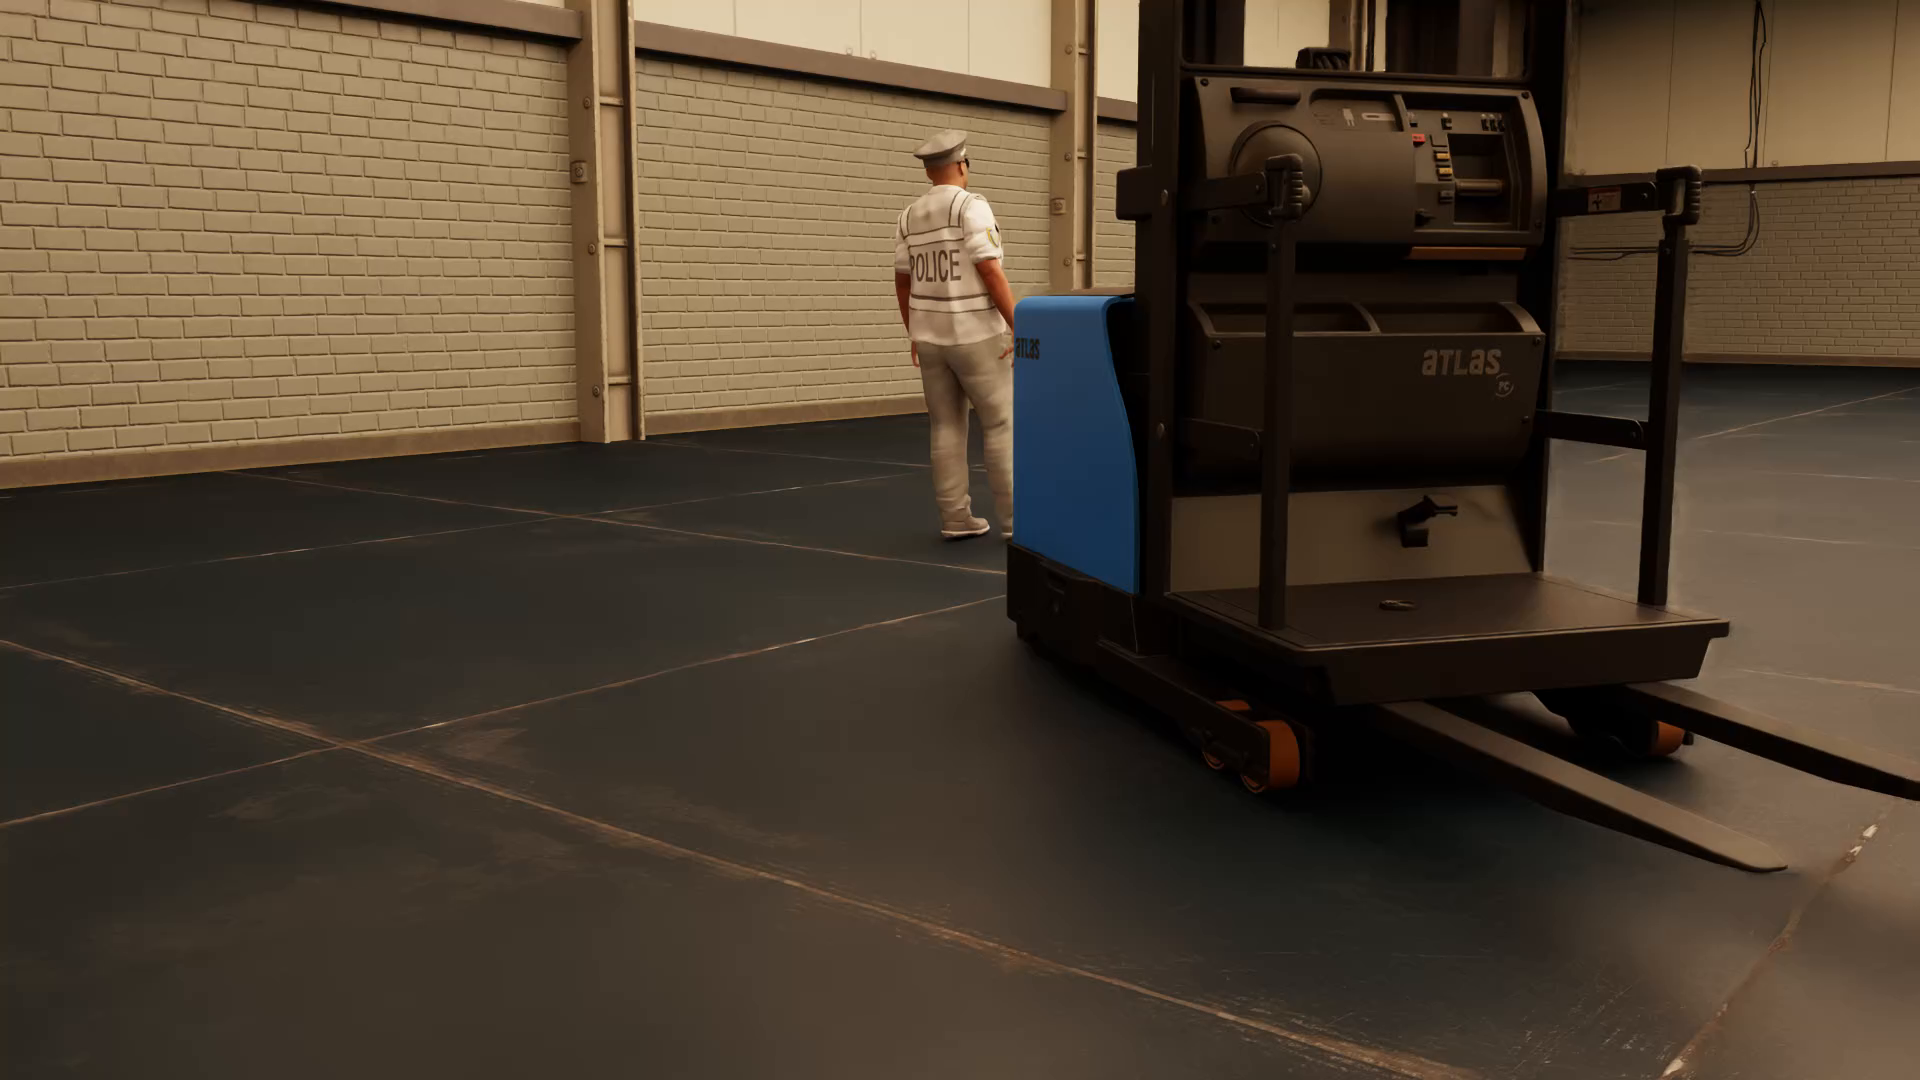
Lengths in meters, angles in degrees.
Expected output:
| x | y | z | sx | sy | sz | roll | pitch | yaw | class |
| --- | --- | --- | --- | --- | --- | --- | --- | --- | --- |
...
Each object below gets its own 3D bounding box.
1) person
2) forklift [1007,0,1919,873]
| x | y | z | sx | sy | sz | roll | pitch | yaw | class |
| --- | --- | --- | --- | --- | --- | --- | --- | --- | --- |
| 0.058 | -0.897 | 7.328 | 0.641 | 1.780 | 0.574 | 7 | 11 | 38 | person |
| 1.068 | -0.959 | 3.839 | 1.130 | 2.935 | 3.031 | -3 | 9 | -17 | forklift |
